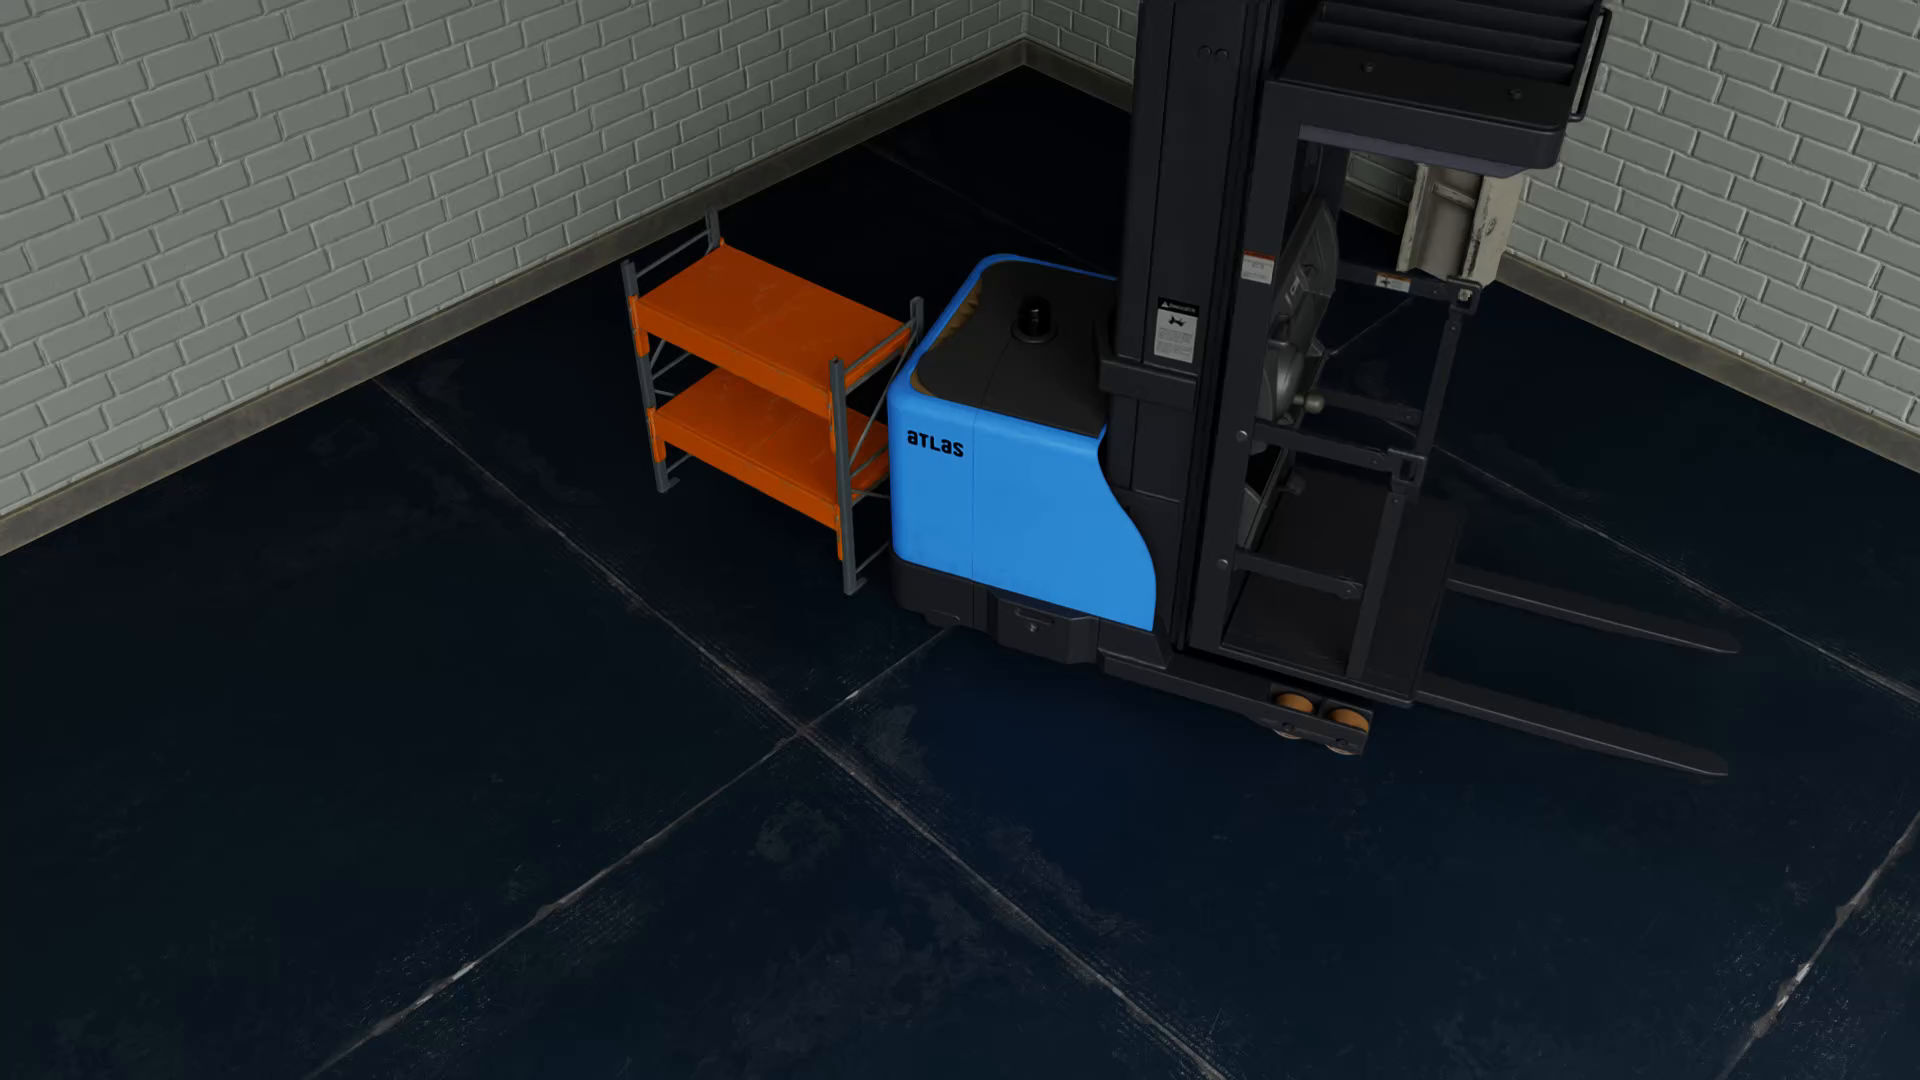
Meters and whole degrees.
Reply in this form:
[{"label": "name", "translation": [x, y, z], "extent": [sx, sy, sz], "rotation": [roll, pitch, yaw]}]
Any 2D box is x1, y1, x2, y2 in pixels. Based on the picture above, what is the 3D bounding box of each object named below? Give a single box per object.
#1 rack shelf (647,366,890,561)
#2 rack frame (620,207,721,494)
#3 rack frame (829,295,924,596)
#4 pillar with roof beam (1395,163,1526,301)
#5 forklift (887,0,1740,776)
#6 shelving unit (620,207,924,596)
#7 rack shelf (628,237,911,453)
[{"label": "rack shelf", "translation": [-0.701, -0.363, 6.674], "extent": [1.000, 0.278, 0.538], "rotation": [27, 49, 26]}, {"label": "rack frame", "translation": [-1.108, -0.749, 6.732], "extent": [0.032, 1.125, 0.500], "rotation": [27, 49, 26]}, {"label": "rack frame", "translation": [-0.293, -0.336, 6.285], "extent": [0.032, 1.125, 0.500], "rotation": [27, 49, 26]}, {"label": "pillar with roof beam", "translation": [-0.658, -2.555, 2.884], "extent": [9.100, 9.000, 0.400], "rotation": [-34, 53, -31]}, {"label": "forklift", "translation": [1.297, -0.725, 5.374], "extent": [3.031, 2.935, 1.130], "rotation": [16, 45, 16]}, {"label": "shelving unit", "translation": [-0.701, -0.542, 6.508], "extent": [1.048, 1.125, 0.538], "rotation": [27, 49, 26]}, {"label": "rack shelf", "translation": [-0.701, -0.757, 6.309], "extent": [1.000, 0.278, 0.538], "rotation": [27, 49, 26]}]
